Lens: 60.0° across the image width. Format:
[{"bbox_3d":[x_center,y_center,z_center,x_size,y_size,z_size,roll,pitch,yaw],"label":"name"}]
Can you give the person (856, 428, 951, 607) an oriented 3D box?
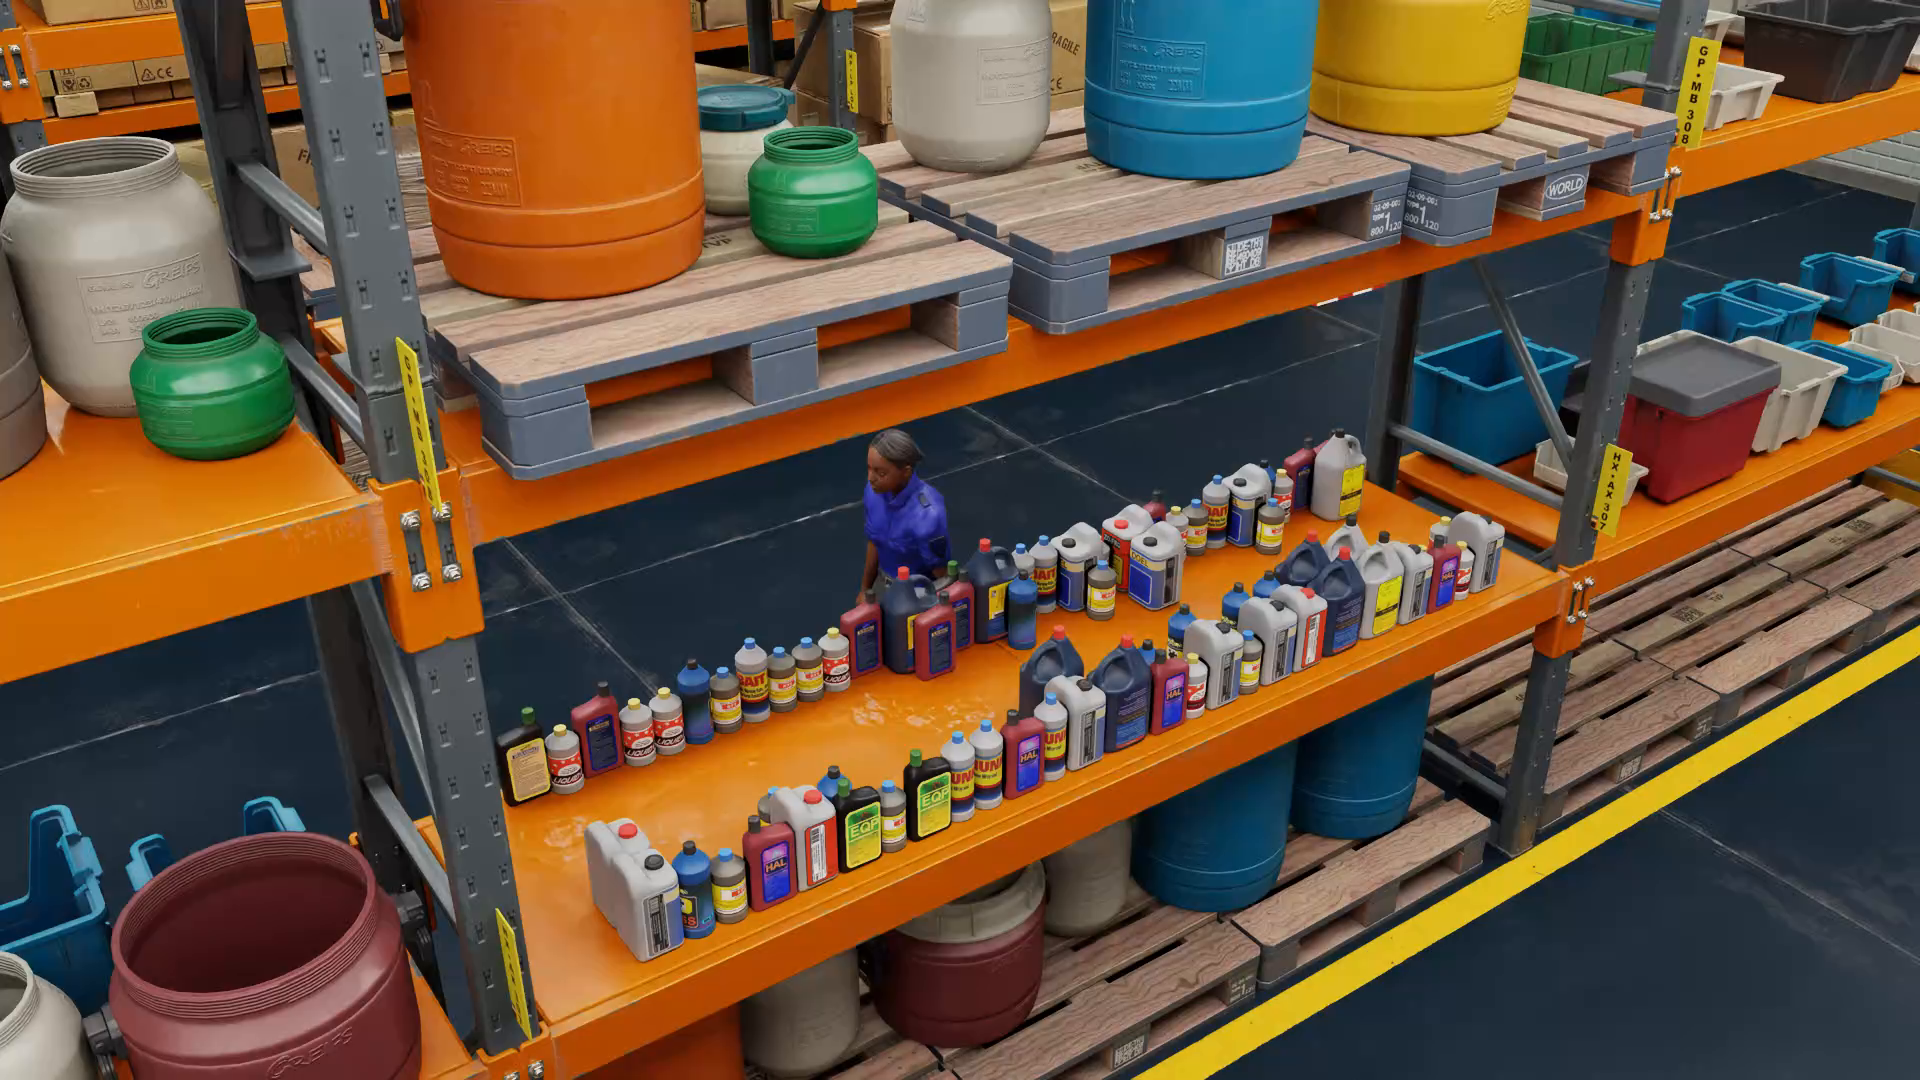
[{"bbox_3d":[-0.229,0.284,6.611,0.346,1.656,0.533,-21,35,-33],"label":"person"}]
